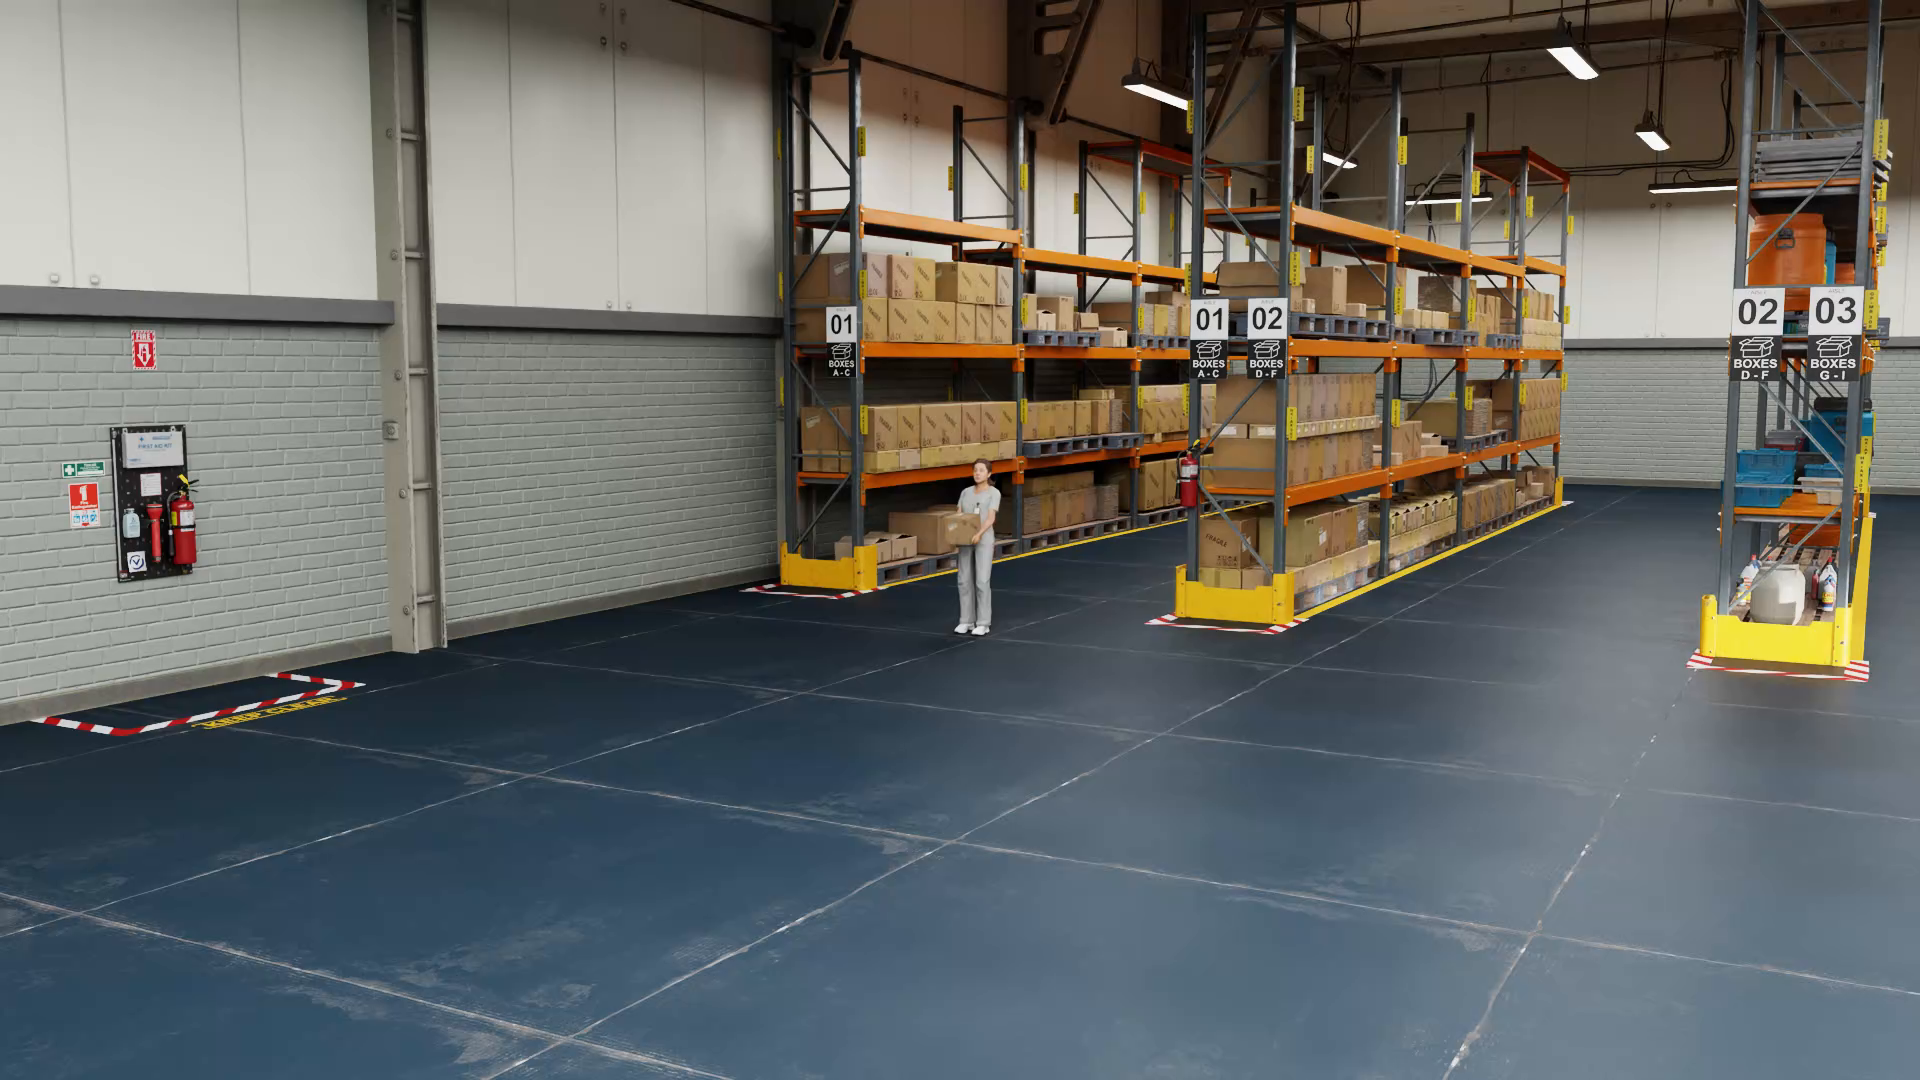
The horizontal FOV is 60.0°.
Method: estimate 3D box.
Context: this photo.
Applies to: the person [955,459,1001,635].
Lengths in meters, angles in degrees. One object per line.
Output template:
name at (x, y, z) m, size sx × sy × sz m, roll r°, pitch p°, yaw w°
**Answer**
person at (0.137, 0.061, 15.809) m, size 0.437 × 1.662 × 0.555 m, roll 3°, pitch 7°, yaw 30°
